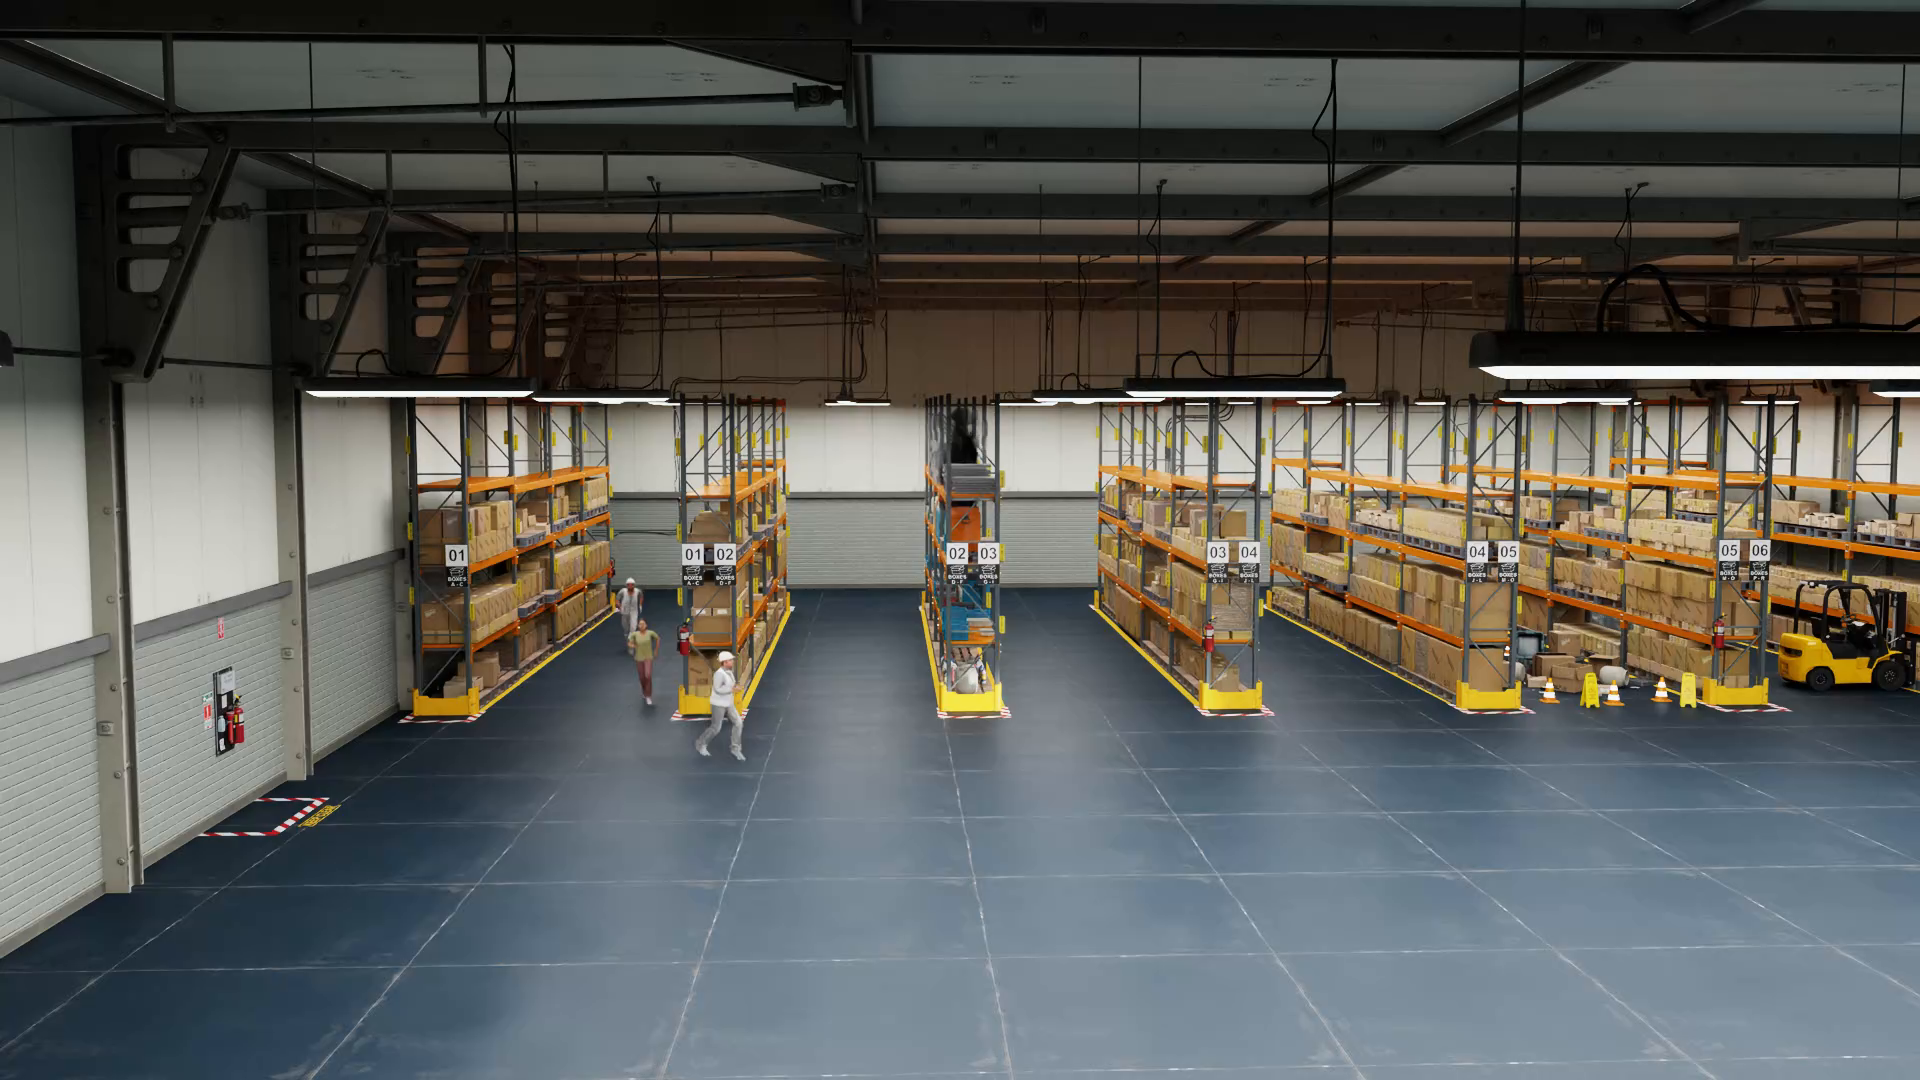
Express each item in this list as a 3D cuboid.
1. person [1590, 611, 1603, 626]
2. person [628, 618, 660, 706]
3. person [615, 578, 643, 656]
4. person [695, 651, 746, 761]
[{"bbox_3d":[16.586,1.485,43.305,0.603,1.628,0.562,-1,5,-11],"label":"person"},{"bbox_3d":[-6.148,2.343,32.347,0.588,1.685,0.768,0,5,-1],"label":"person"},{"bbox_3d":[-7.763,1.762,39.053,0.658,1.773,1.135,-1,5,-13],"label":"person"},{"bbox_3d":[-3.916,2.707,27.107,0.884,1.820,0.677,1,5,15],"label":"person"}]
